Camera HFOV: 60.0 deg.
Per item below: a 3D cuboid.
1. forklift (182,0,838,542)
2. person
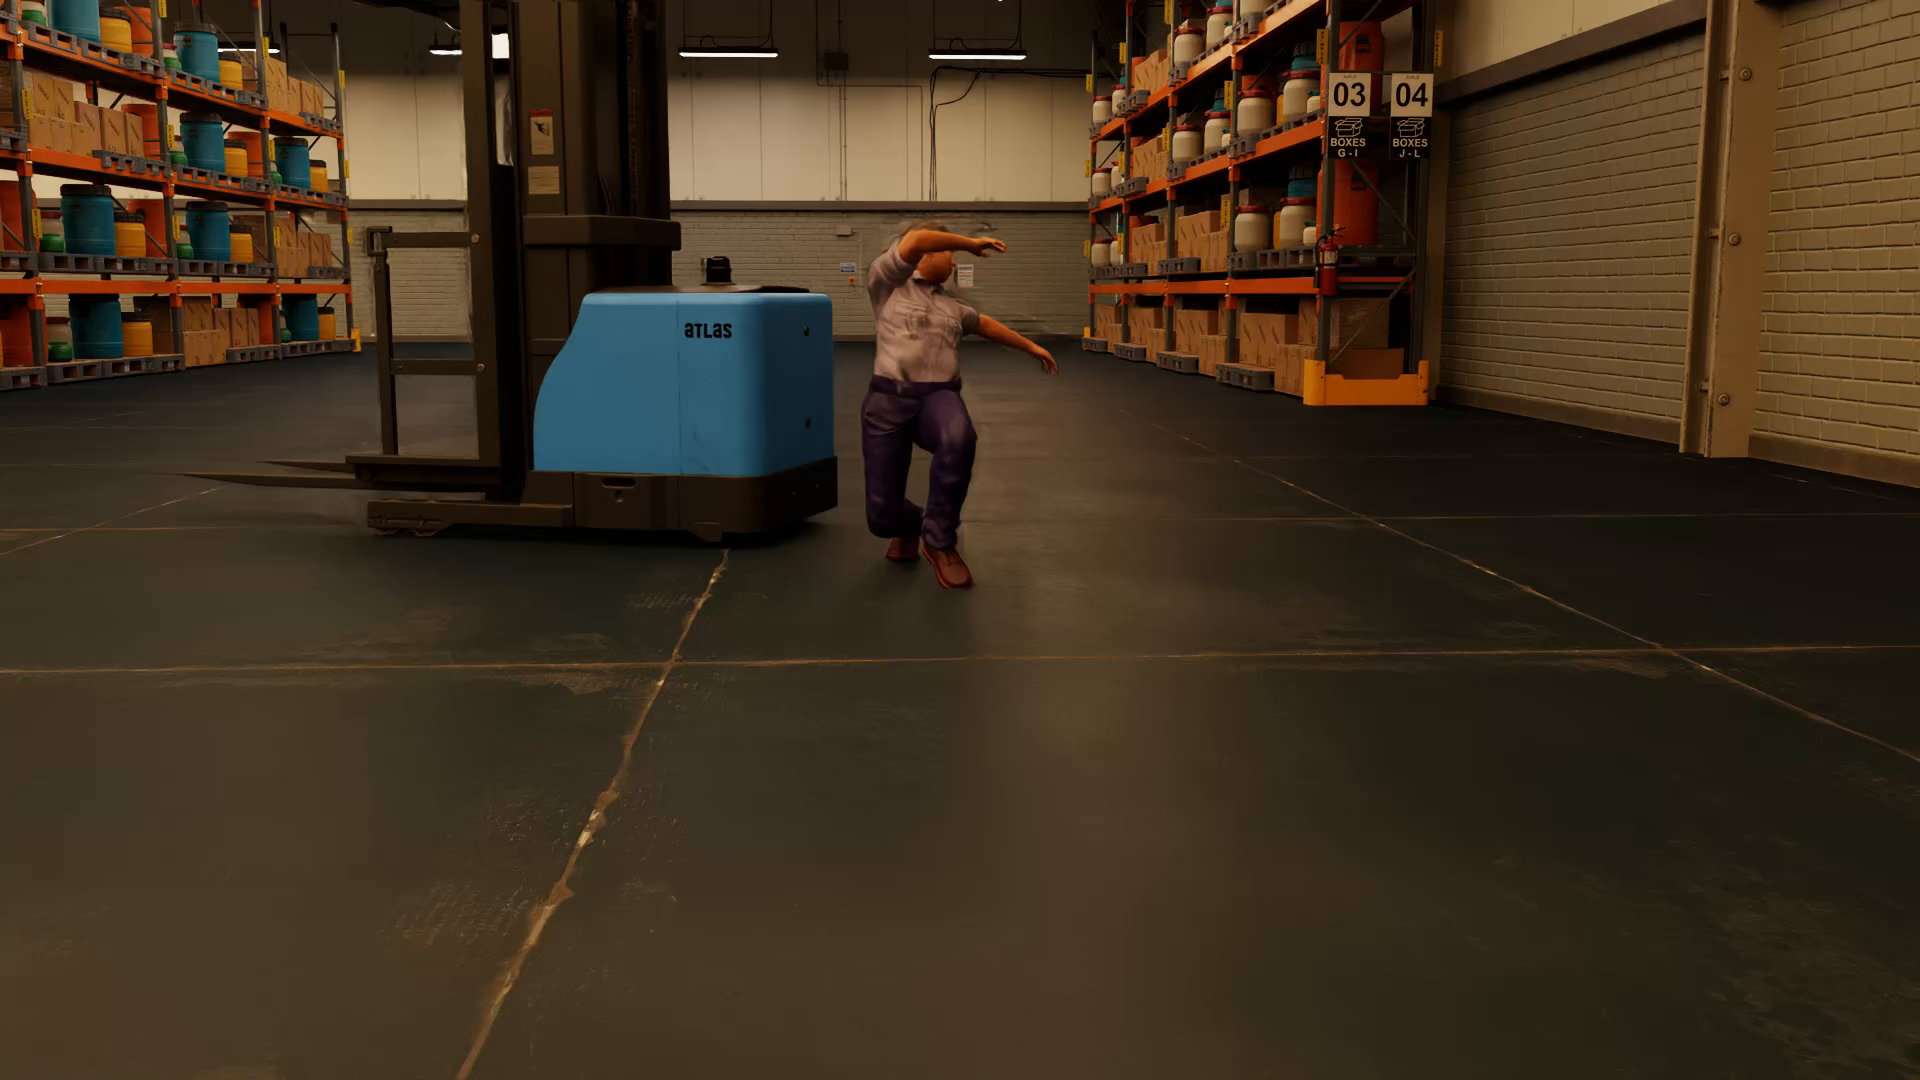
[{"bbox_3d":[-2.157,-1.534,7.662,3.031,2.935,1.130,2,9,15],"label":"forklift"},{"bbox_3d":[0.064,-0.555,6.467,0.912,1.373,0.929,-3,9,-16],"label":"person"}]
